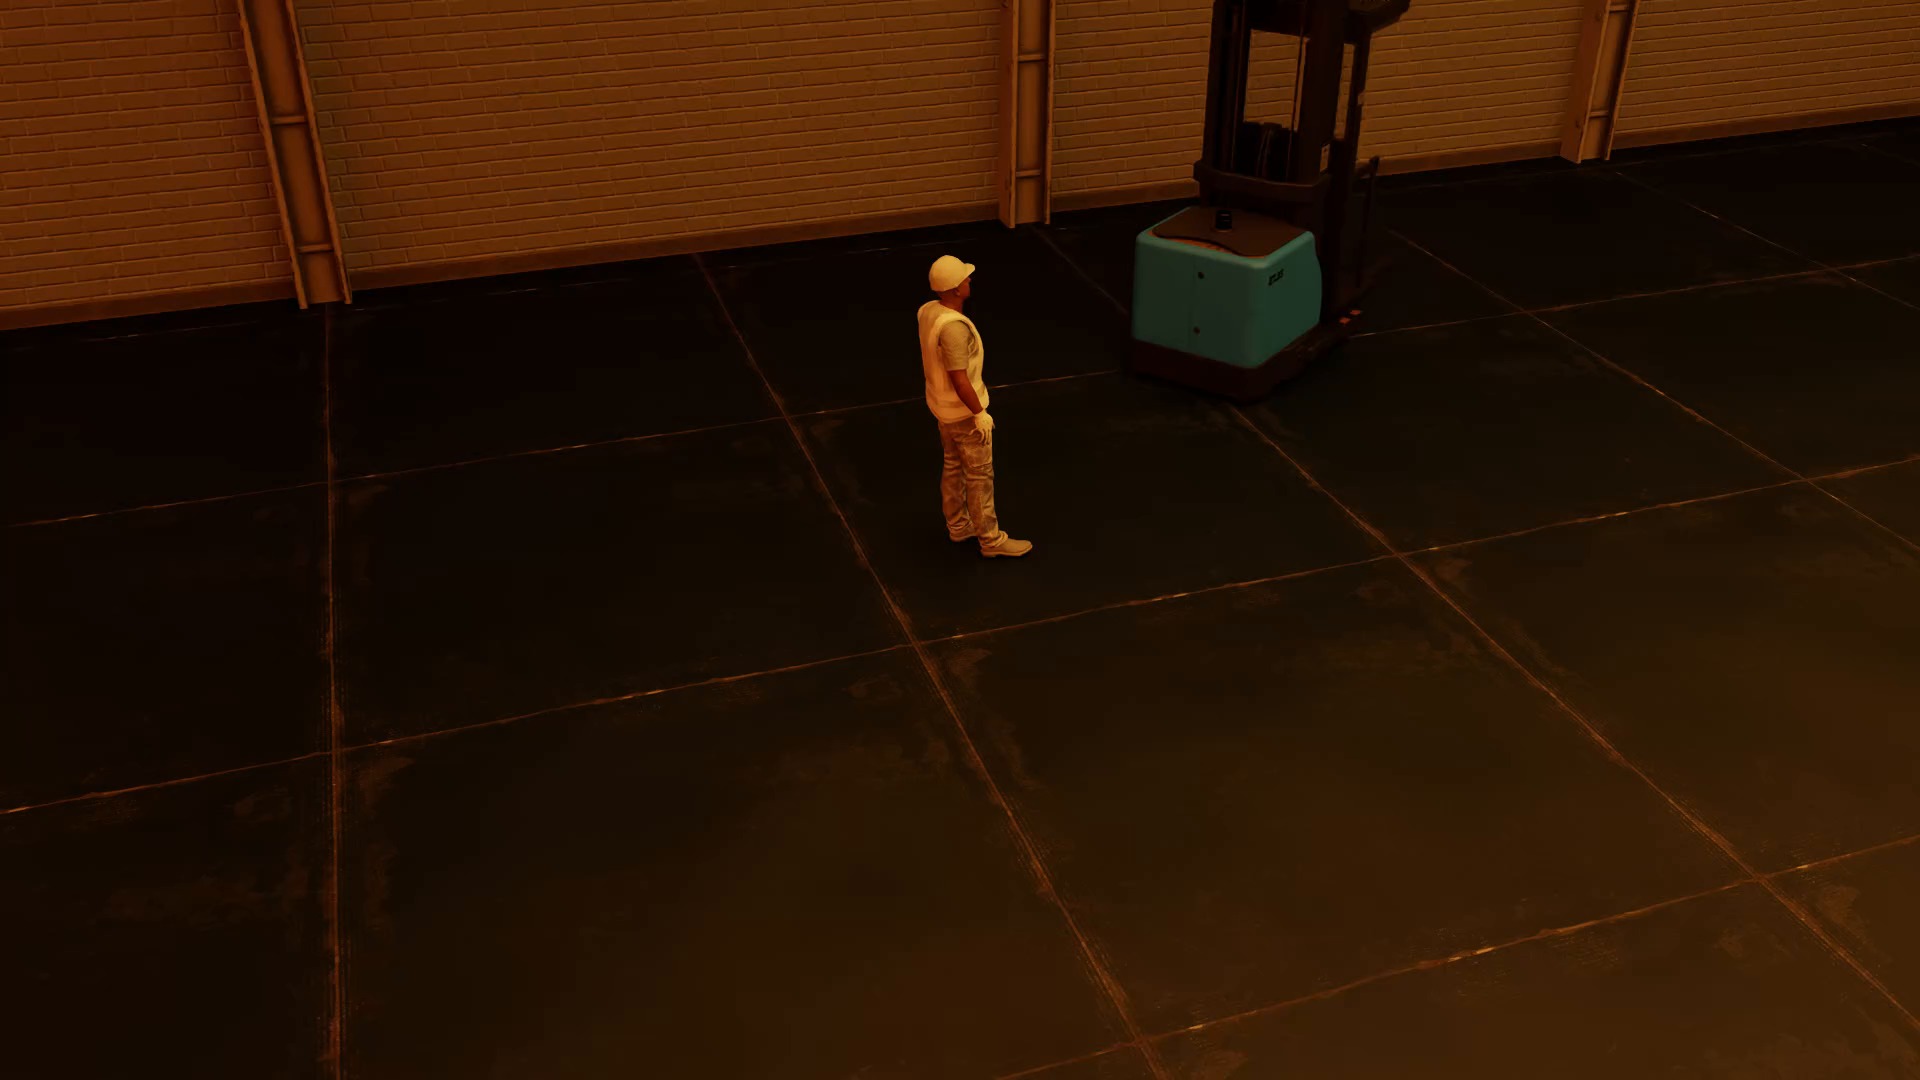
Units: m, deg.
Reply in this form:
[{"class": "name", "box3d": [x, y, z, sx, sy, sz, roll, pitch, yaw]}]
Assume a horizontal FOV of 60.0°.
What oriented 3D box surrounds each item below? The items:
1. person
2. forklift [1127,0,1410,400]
[{"class": "person", "box3d": [0.071, -0.786, 9.591, 0.576, 1.781, 0.656, -10, 31, -16]}, {"class": "forklift", "box3d": [2.478, -2.926, 12.173, 1.130, 2.935, 3.031, 20, 35, 30]}]
